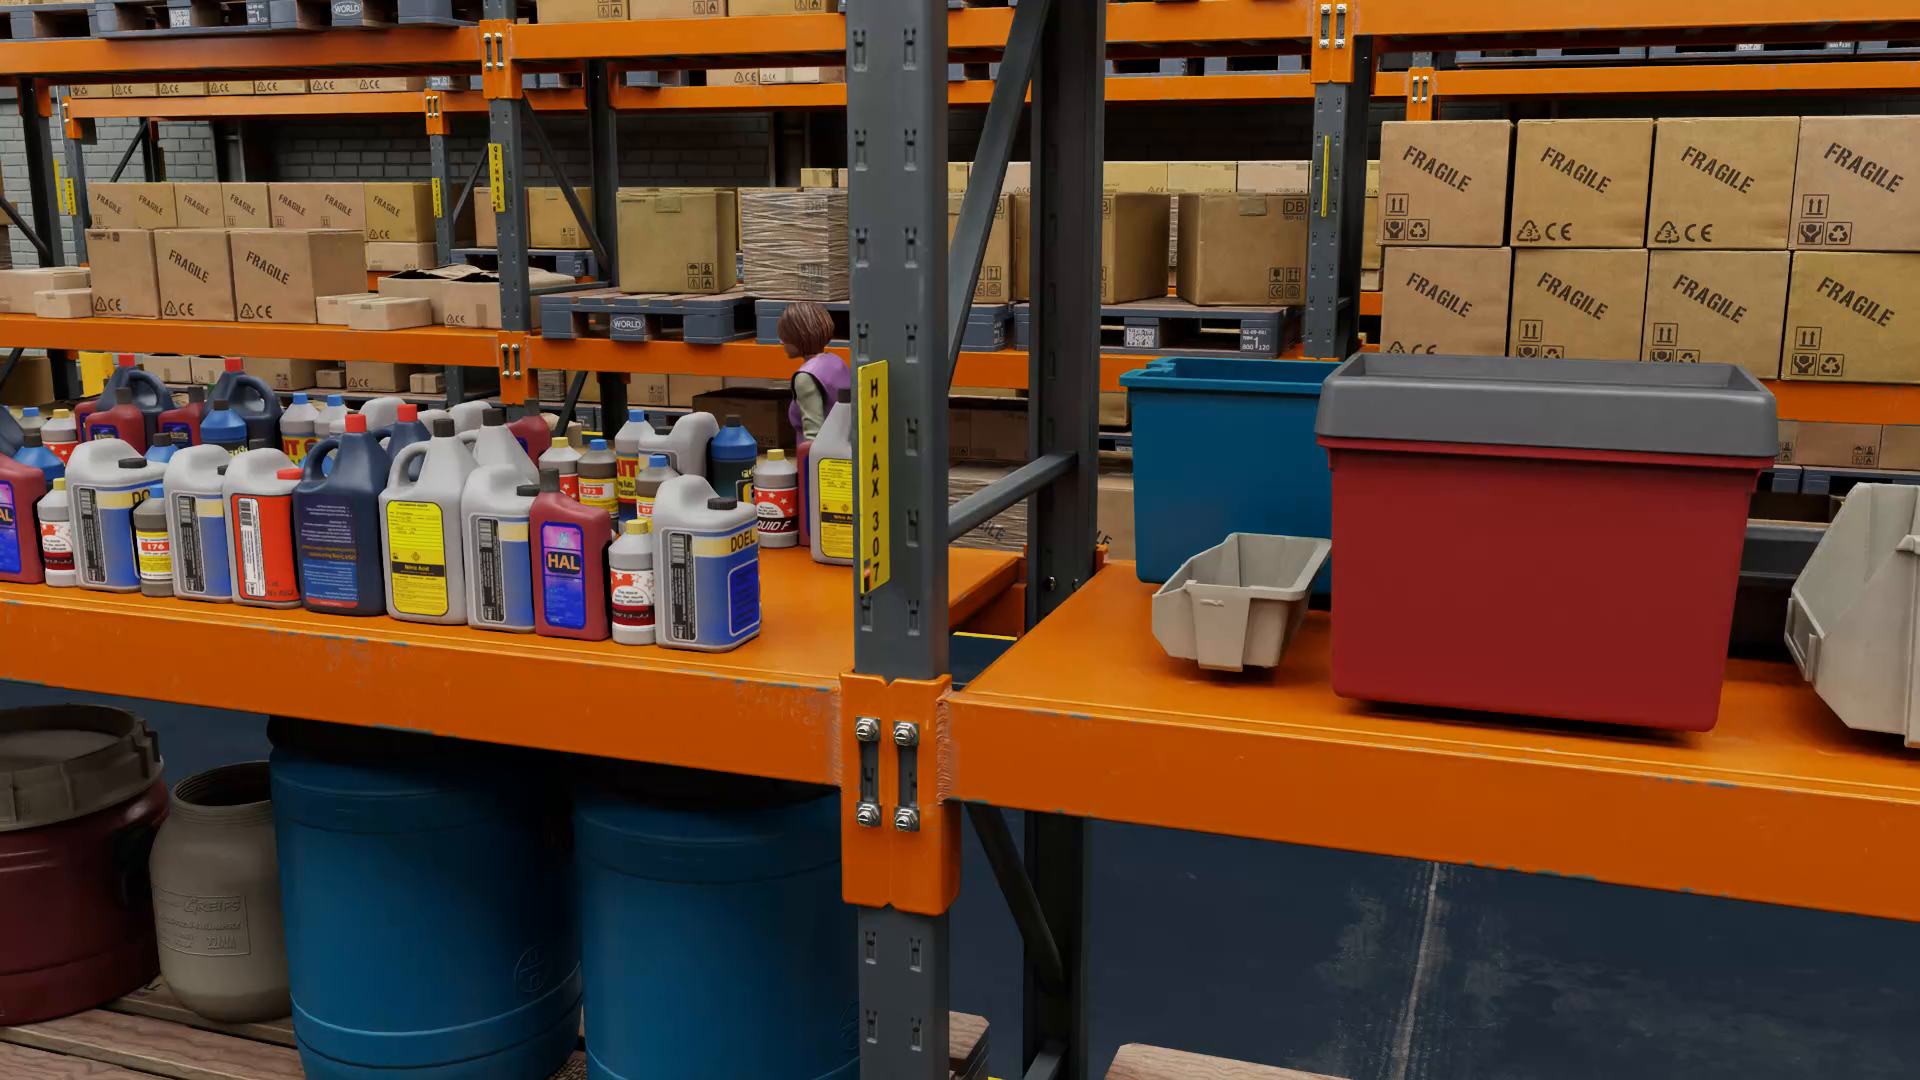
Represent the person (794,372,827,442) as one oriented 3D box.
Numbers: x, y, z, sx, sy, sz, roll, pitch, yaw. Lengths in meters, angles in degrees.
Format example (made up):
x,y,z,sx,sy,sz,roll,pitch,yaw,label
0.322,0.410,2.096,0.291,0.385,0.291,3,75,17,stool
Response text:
x,y,z,sx,sy,sz,roll,pitch,yaw,label
-0.561,-0.056,6.823,0.322,1.352,0.484,3,13,16,person
